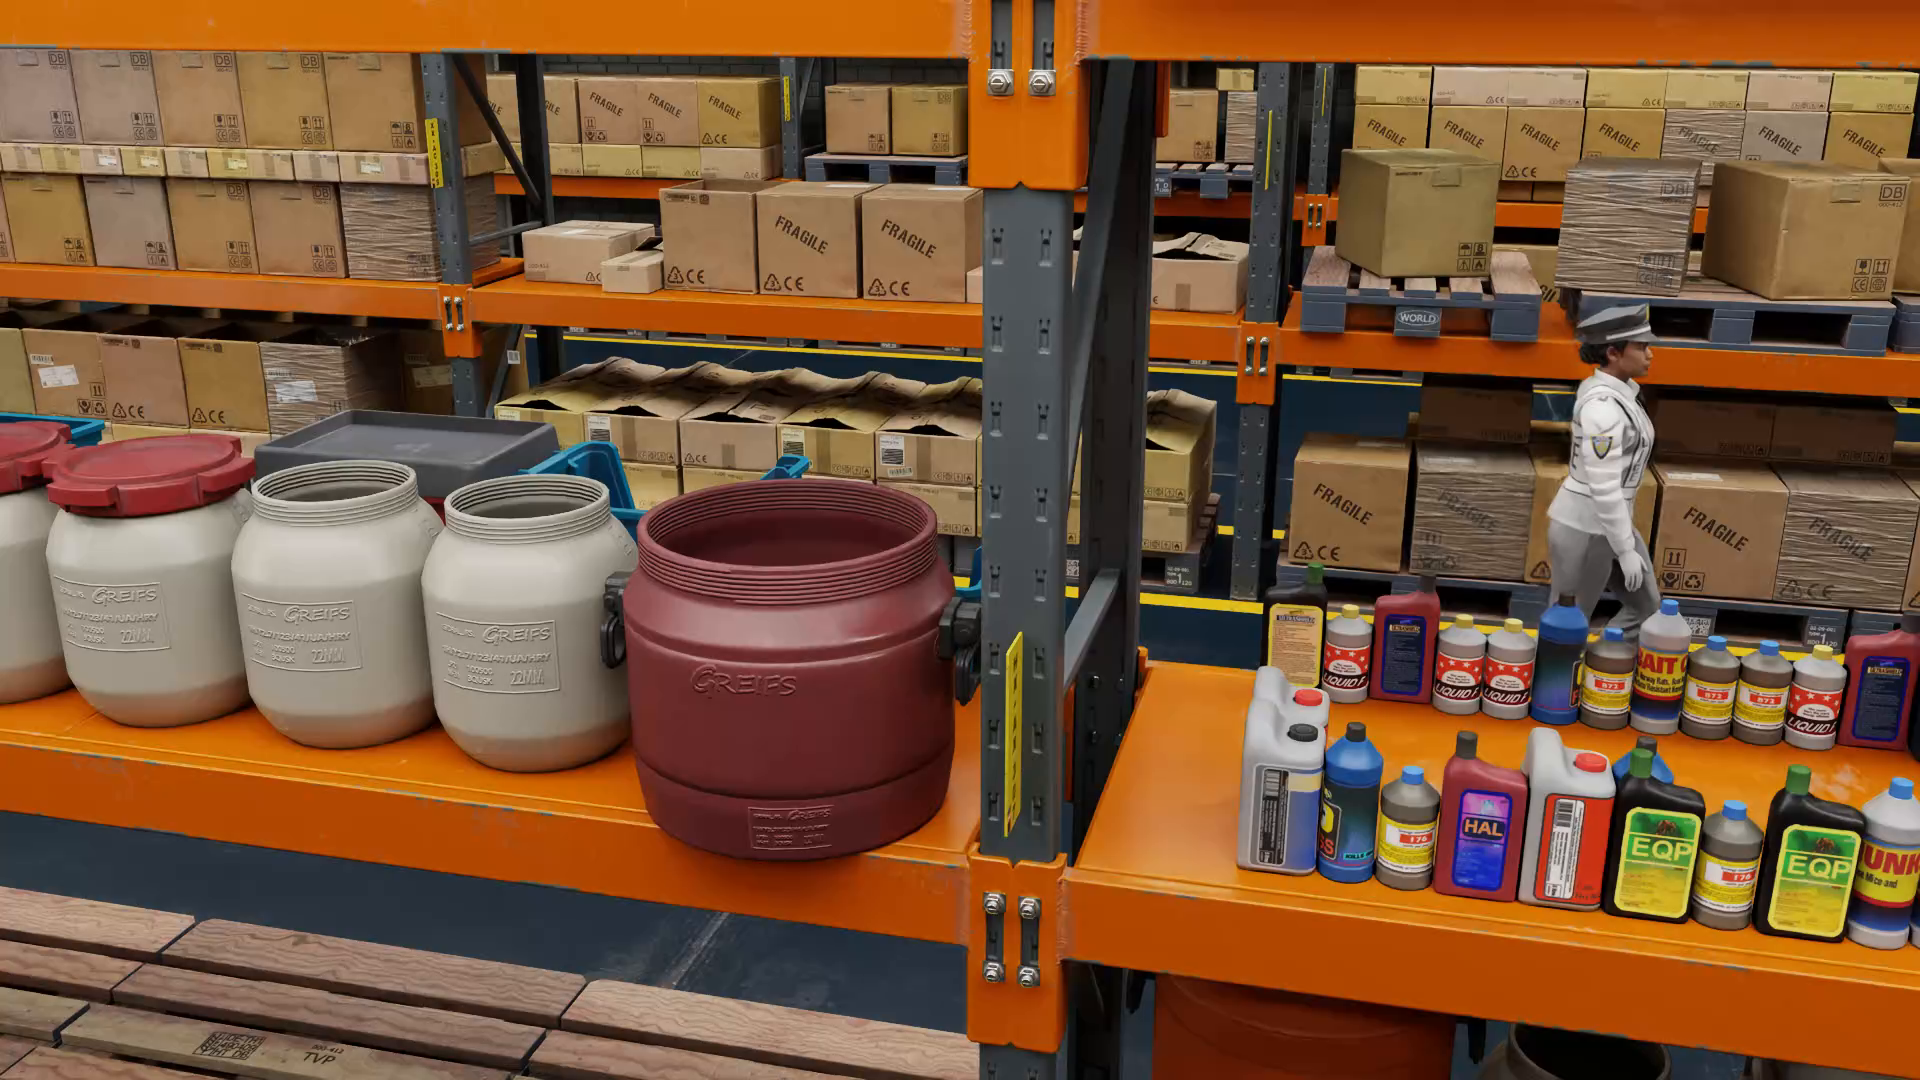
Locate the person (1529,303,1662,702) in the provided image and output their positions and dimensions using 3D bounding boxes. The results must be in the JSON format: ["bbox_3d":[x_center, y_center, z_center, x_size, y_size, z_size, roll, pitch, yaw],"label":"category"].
[{"bbox_3d":[2.313,-0.011,6.045,0.506,1.728,0.532,9,20,25],"label":"person"}]
